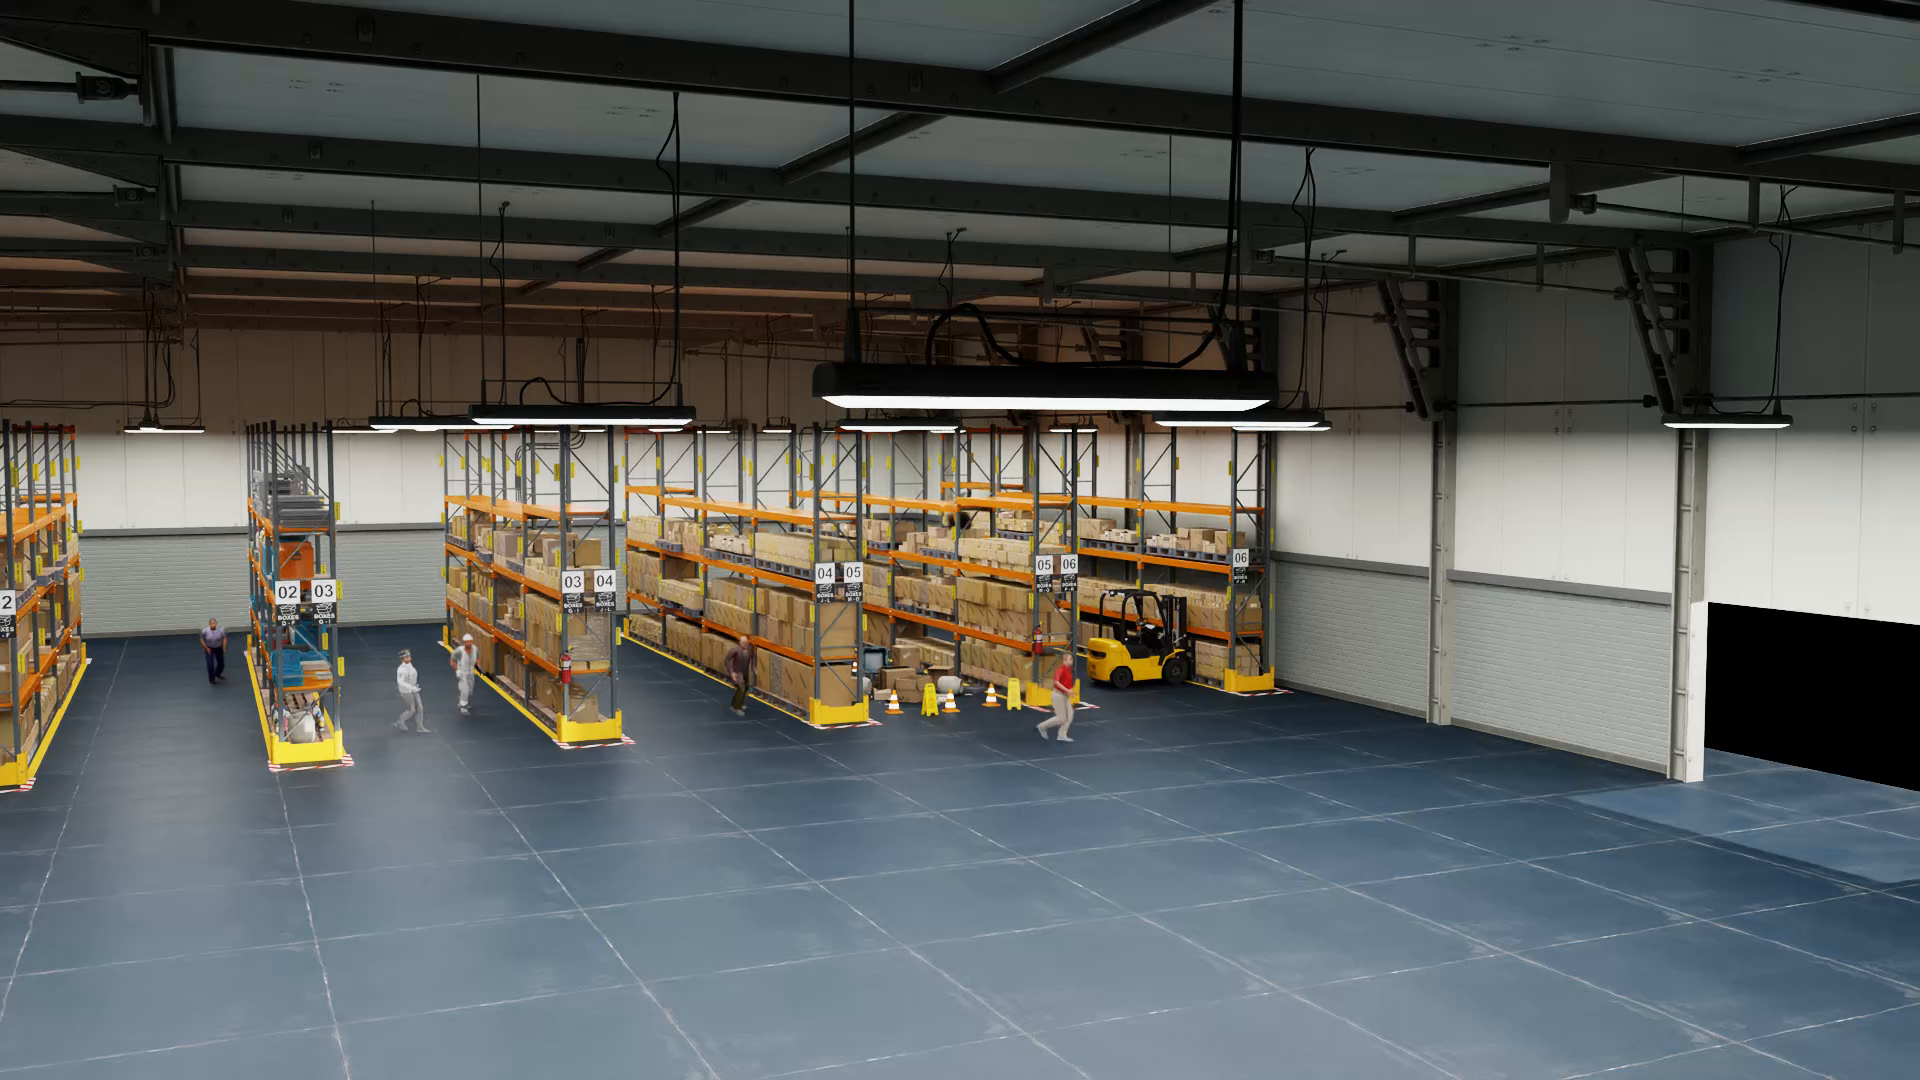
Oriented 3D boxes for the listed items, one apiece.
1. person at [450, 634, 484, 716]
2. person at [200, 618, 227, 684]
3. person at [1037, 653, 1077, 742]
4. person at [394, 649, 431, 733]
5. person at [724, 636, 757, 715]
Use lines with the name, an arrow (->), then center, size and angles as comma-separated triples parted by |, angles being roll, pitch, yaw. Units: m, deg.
person -> -10.144, 2.747, 34.101 | 0.885, 1.699, 0.679 | 3, 5, 39
person -> -17.250, 2.550, 38.424 | 0.607, 1.549, 0.773 | -3, 4, -36
person -> 1.847, 2.950, 31.161 | 0.771, 1.677, 0.663 | 1, 4, 20
person -> -10.537, 2.907, 31.823 | 0.659, 1.654, 0.624 | 0, 4, 5
person -> -4.564, 2.770, 34.330 | 0.835, 1.658, 0.776 | 3, 4, 37
